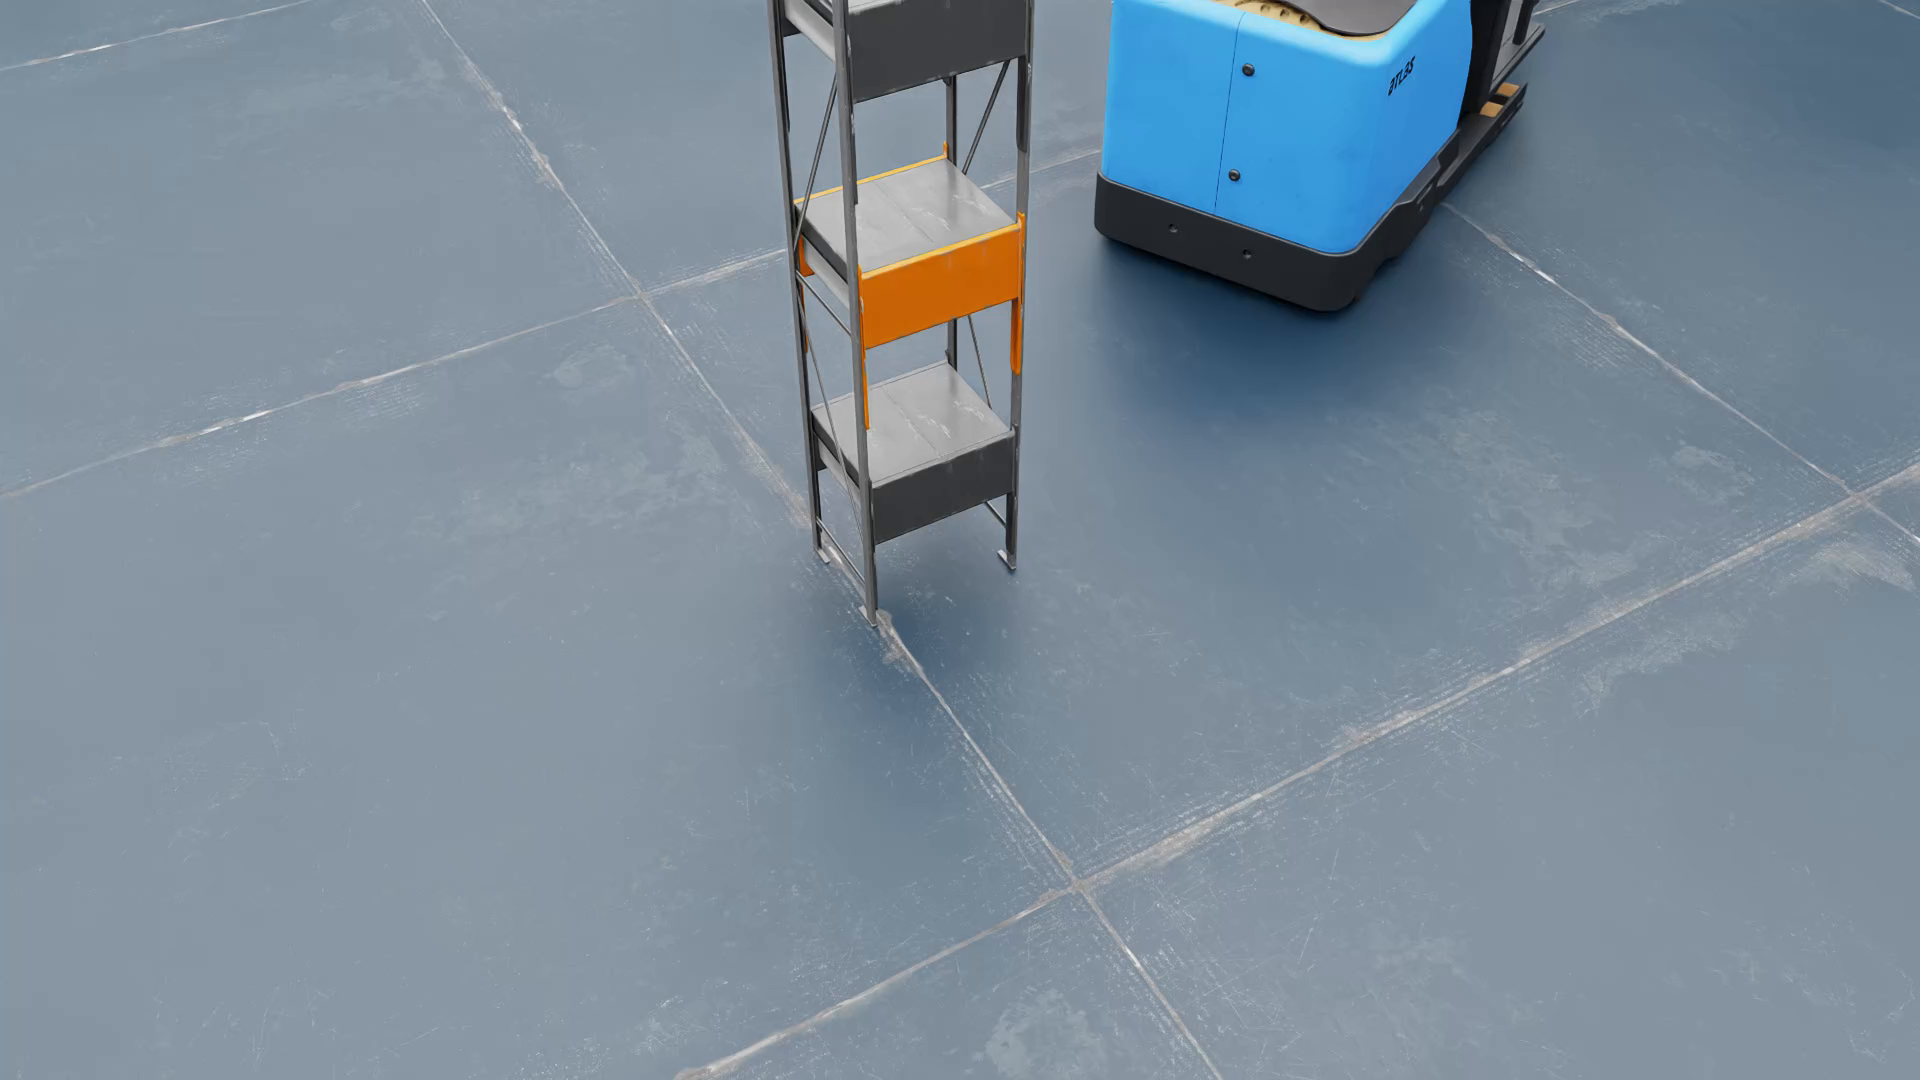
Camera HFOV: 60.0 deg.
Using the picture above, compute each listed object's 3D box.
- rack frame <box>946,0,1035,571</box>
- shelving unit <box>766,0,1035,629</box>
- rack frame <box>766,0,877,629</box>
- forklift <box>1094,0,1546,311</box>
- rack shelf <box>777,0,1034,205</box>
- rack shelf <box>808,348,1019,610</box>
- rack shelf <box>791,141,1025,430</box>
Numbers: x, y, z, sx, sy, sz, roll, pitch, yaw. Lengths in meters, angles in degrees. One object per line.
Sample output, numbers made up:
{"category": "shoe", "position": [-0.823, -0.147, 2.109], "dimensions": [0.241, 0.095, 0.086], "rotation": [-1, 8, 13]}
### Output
{"category": "rack frame", "position": [0.068, -0.781, 4.547], "dimensions": [0.015, 2.100, 0.400], "rotation": [-22, 48, -21]}
{"category": "shelving unit", "position": [-0.144, -0.696, 4.460], "dimensions": [0.503, 2.100, 0.431], "rotation": [-22, 48, -21]}
{"category": "rack frame", "position": [-0.355, -0.611, 4.372], "dimensions": [0.015, 2.100, 0.400], "rotation": [-22, 48, -21]}
{"category": "forklift", "position": [1.742, -2.877, 6.110], "dimensions": [1.130, 2.935, 3.031], "rotation": [24, 49, 23]}
{"category": "rack shelf", "position": [-0.144, -1.189, 3.982], "dimensions": [0.480, 0.518, 0.431], "rotation": [-22, 48, -21]}
{"category": "rack shelf", "position": [-0.144, -0.184, 4.957], "dimensions": [0.480, 0.518, 0.431], "rotation": [-22, 48, -21]}
{"category": "rack shelf", "position": [-0.144, -0.686, 4.469], "dimensions": [0.480, 0.518, 0.431], "rotation": [-22, 48, -21]}
